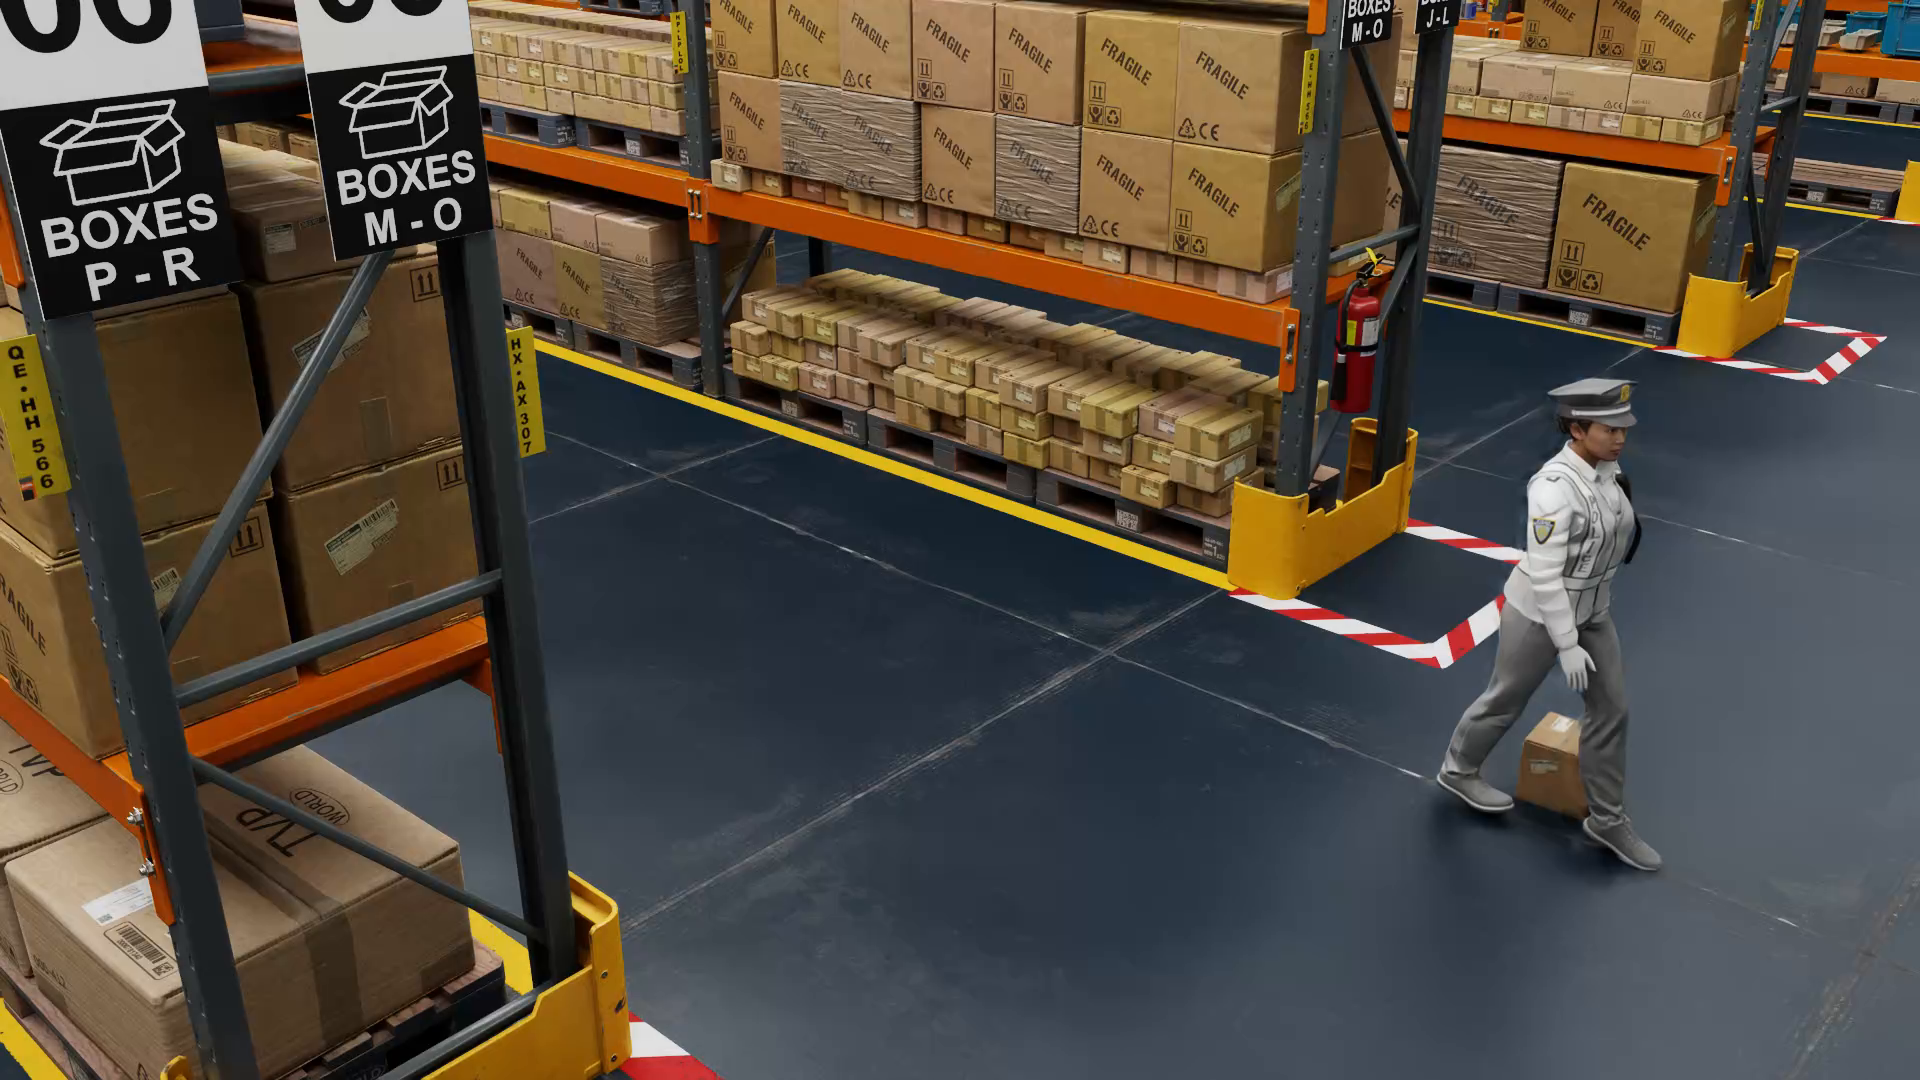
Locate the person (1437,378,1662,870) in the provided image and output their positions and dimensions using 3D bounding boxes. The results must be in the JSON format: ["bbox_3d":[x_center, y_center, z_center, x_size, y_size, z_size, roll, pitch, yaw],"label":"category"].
[{"bbox_3d":[2.000,0.278,5.470,0.522,1.706,0.773,-20,31,-37],"label":"person"}]
